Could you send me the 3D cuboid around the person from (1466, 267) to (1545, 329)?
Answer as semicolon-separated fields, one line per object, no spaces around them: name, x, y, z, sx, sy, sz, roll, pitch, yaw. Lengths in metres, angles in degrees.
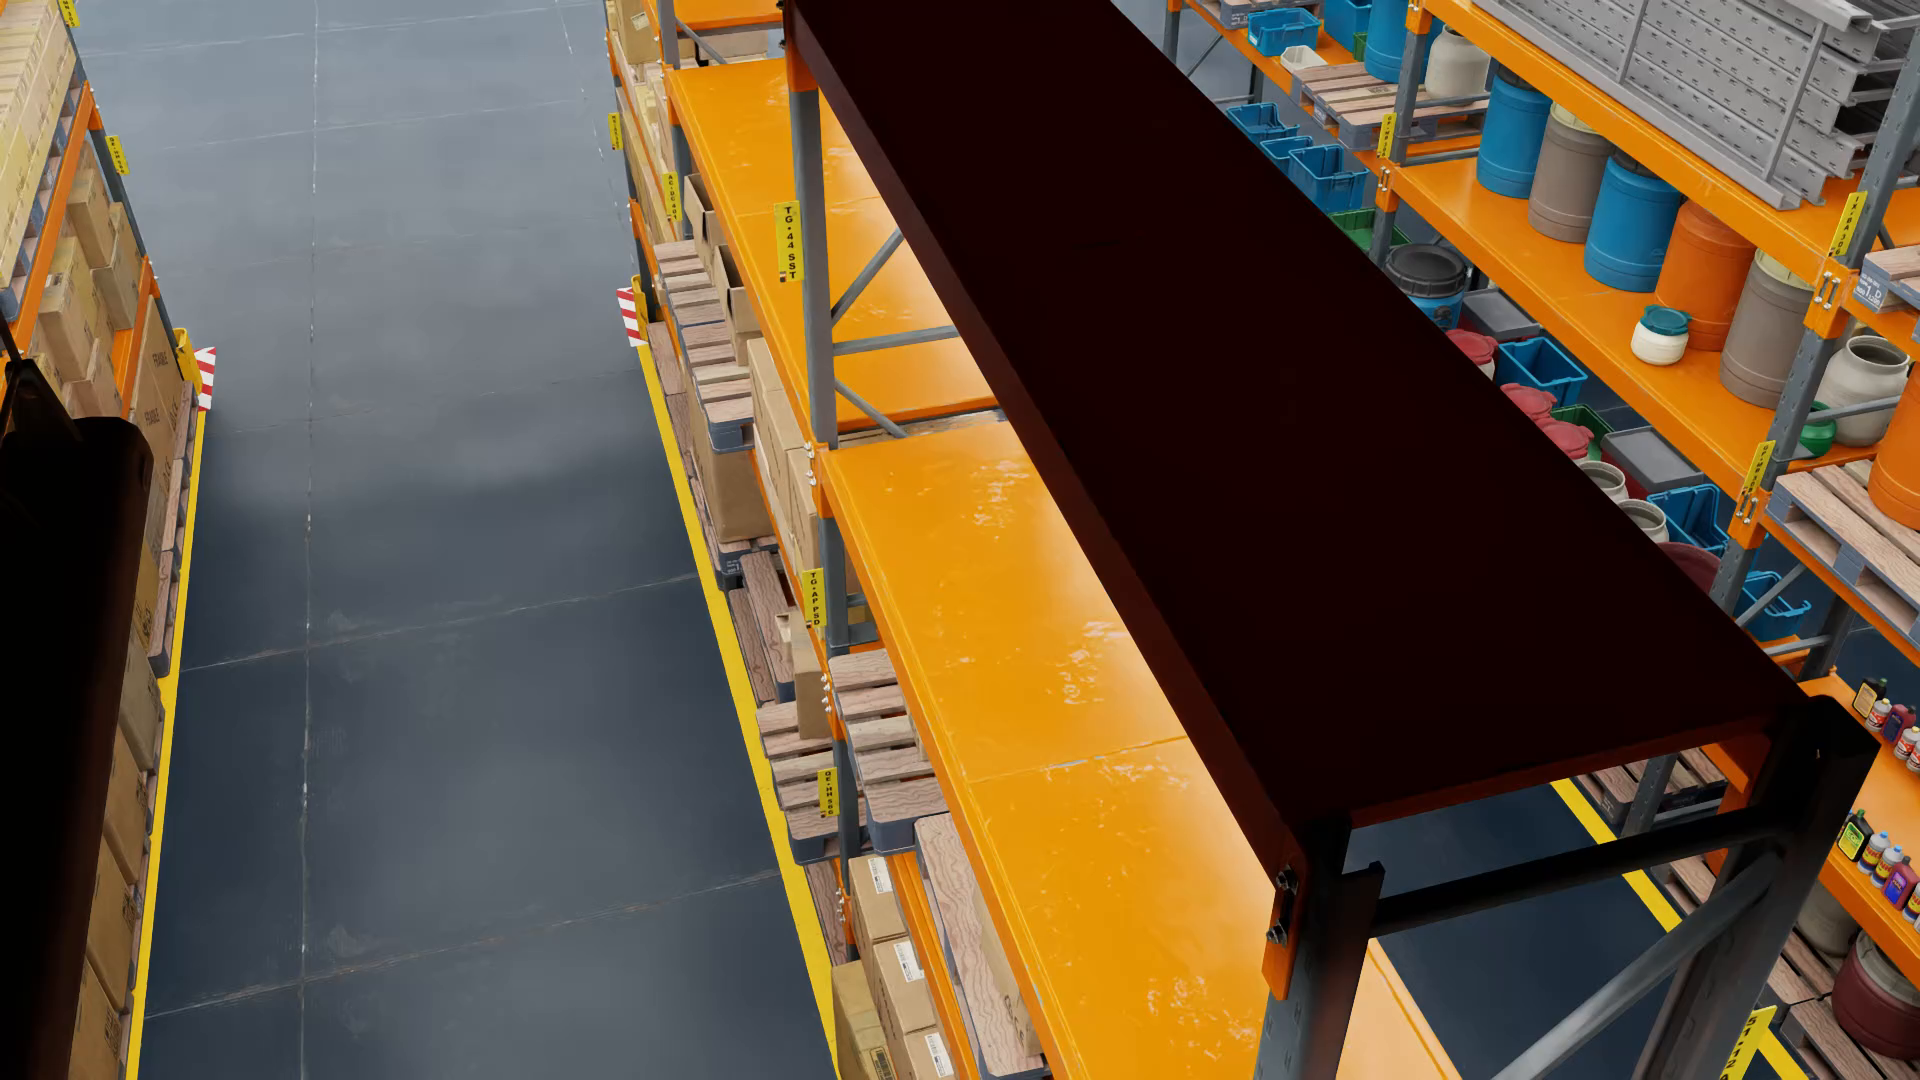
person;5.069;-2.844;14.981;1.105;1.729;0.600;31;48;33
